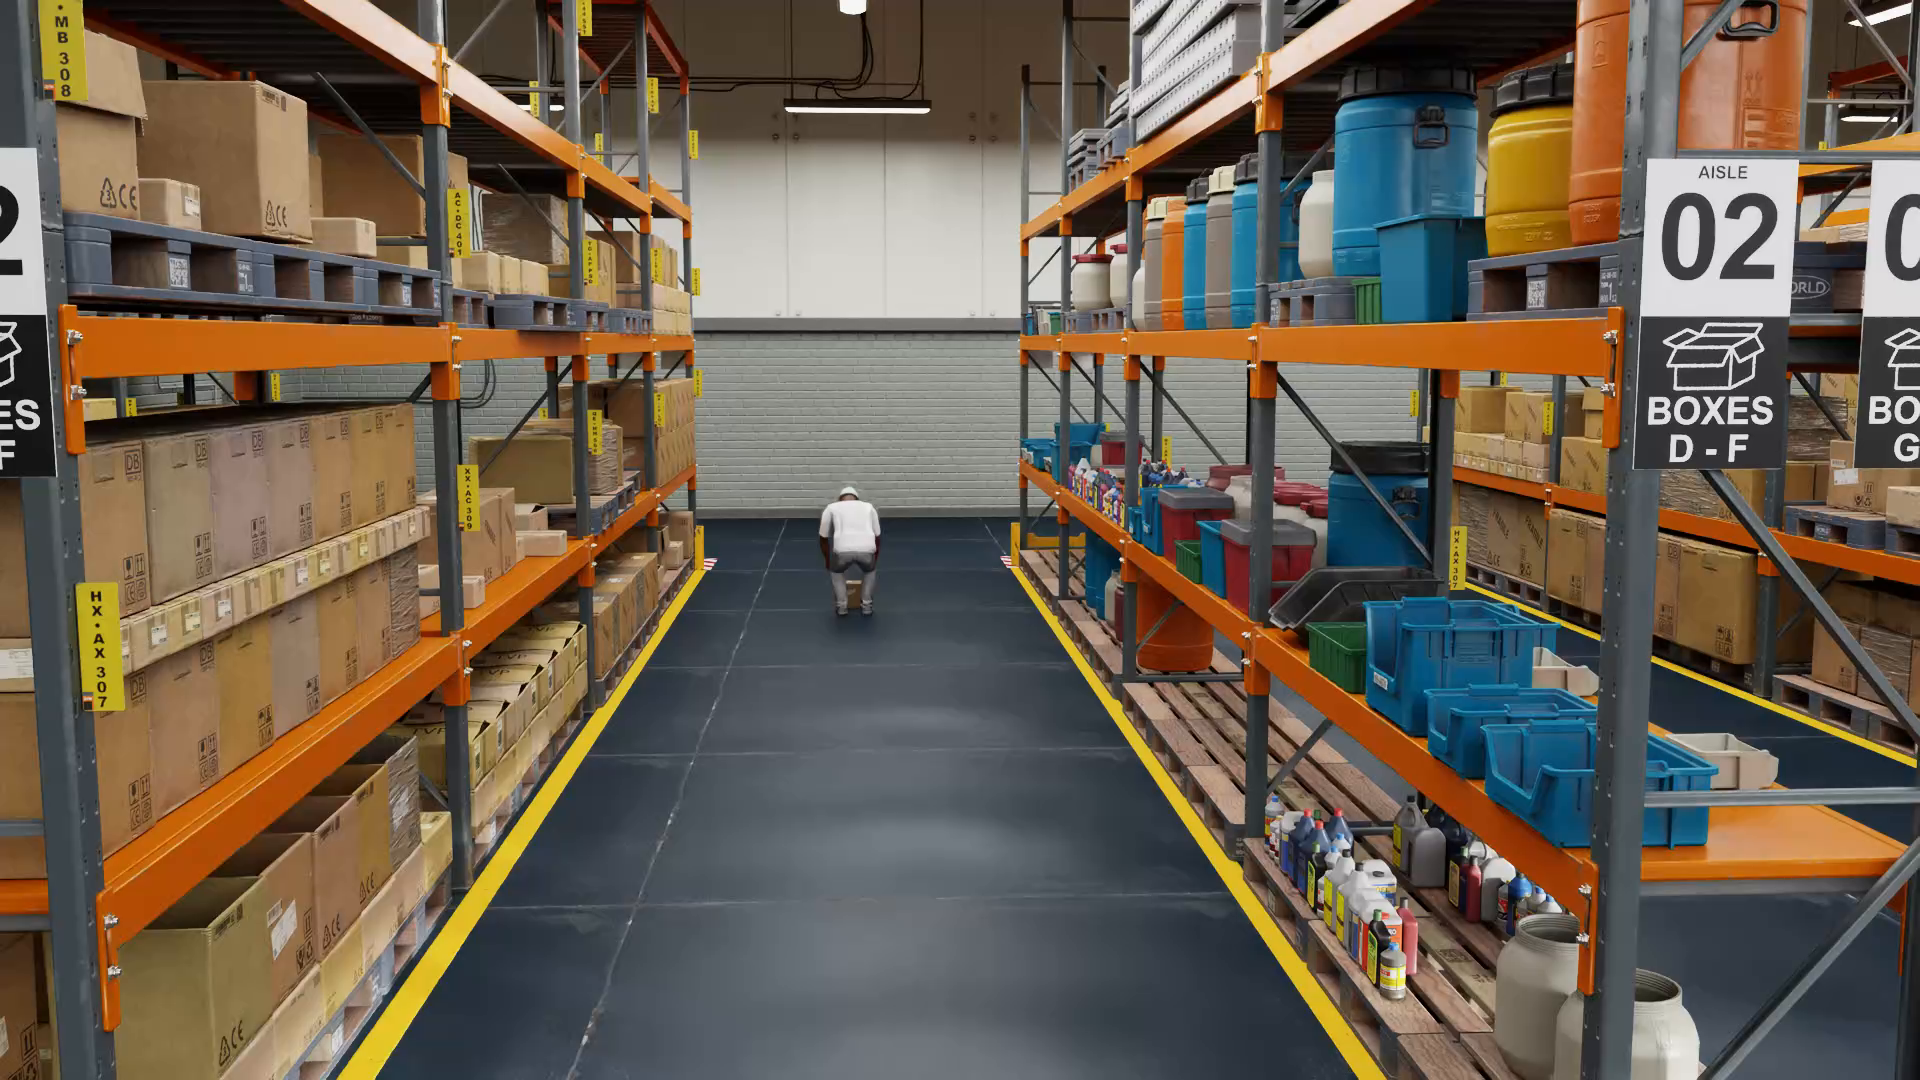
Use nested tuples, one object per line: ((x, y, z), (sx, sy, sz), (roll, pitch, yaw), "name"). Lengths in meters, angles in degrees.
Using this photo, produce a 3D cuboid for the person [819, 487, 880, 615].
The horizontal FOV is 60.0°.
((-1.118, 0.112, 16.887), (0.625, 1.250, 0.828), (0, 7, -4), "person")
